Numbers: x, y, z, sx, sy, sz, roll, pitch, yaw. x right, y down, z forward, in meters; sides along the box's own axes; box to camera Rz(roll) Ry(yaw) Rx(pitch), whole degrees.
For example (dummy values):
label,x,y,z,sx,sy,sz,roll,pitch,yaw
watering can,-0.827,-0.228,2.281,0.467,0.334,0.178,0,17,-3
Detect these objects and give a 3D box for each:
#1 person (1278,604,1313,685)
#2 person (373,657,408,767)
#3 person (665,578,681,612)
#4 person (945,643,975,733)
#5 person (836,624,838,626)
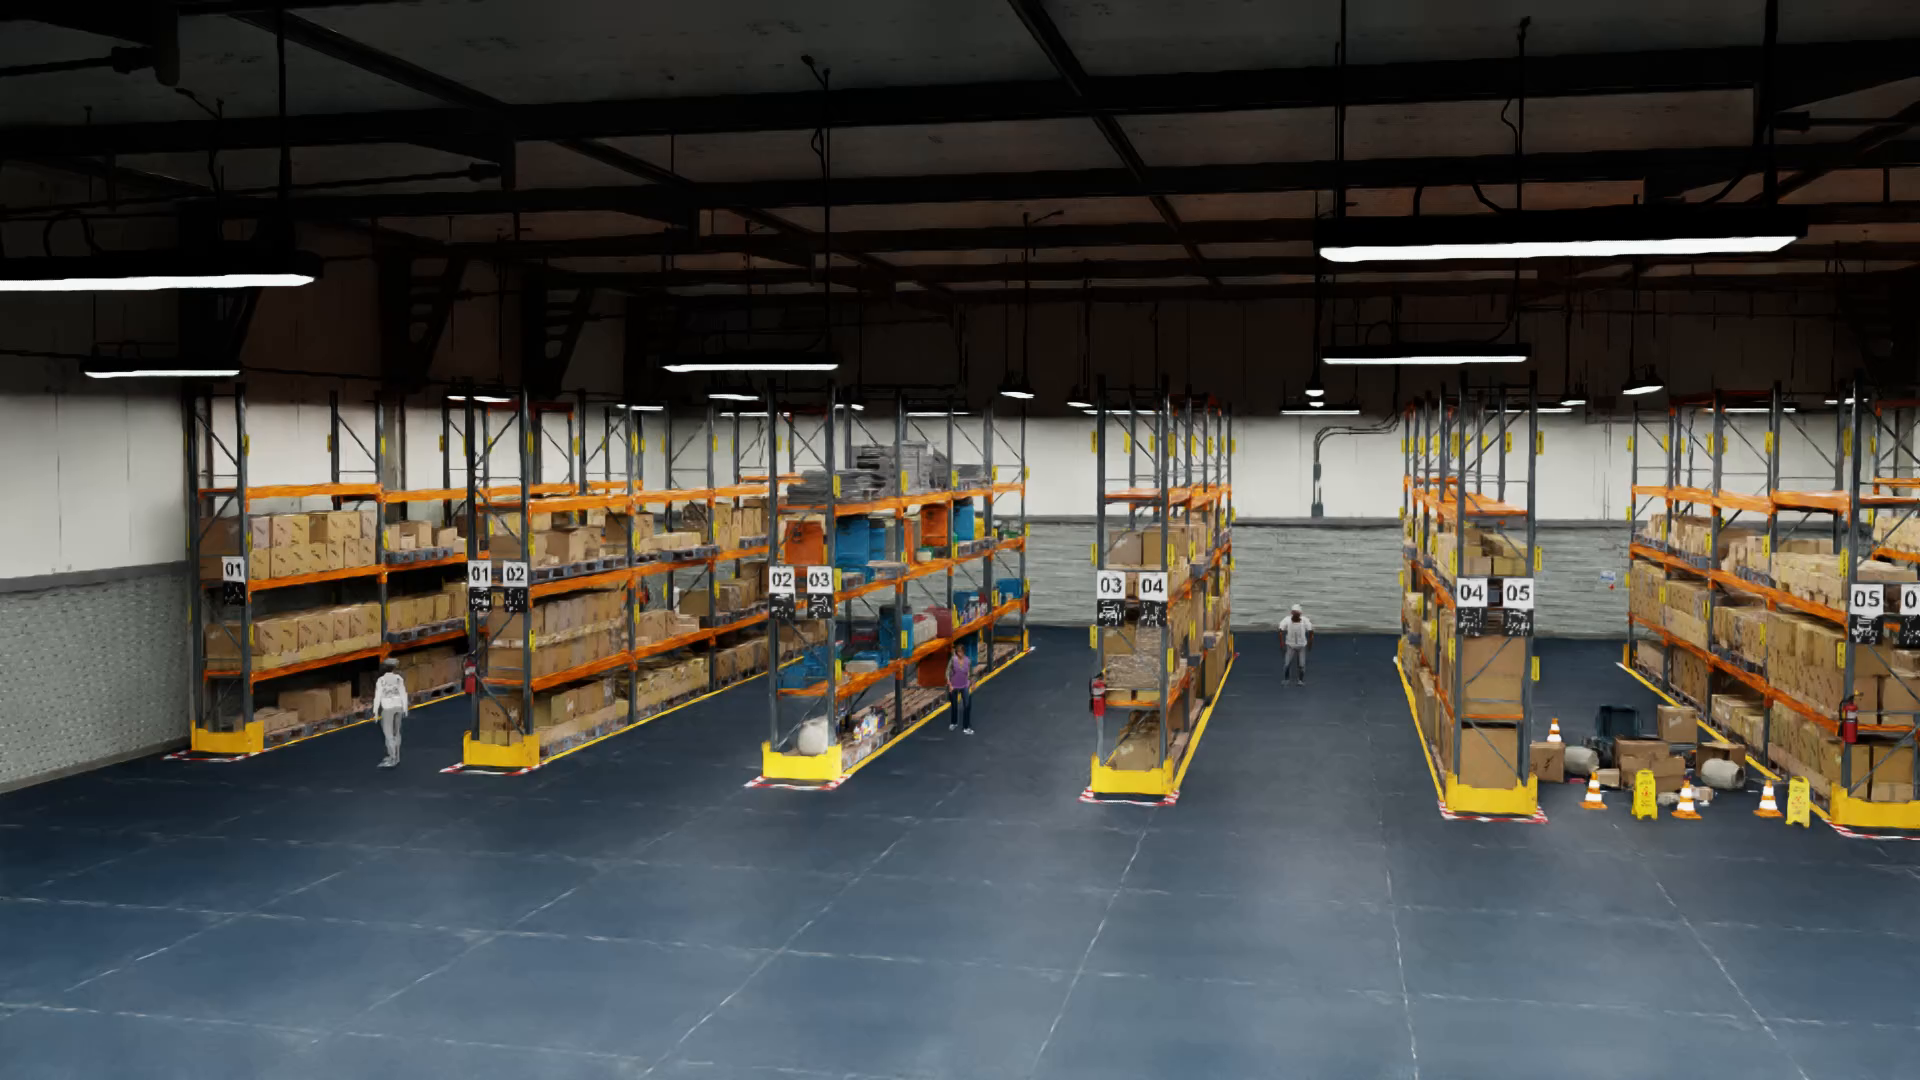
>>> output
label,x,y,z,sx,sy,sz,roll,pitch,yaw
person,6.965,2.179,34.533,0.719,1.714,0.578,1,3,11
person,-8.893,2.669,25.959,0.552,1.664,0.573,2,4,37
person,-7.087,1.786,41.153,0.603,1.721,1.110,1,3,12
person,-0.003,2.564,29.006,0.542,1.546,0.672,0,3,-5
person,-3.673,1.583,45.630,0.612,1.614,0.774,0,3,-9
